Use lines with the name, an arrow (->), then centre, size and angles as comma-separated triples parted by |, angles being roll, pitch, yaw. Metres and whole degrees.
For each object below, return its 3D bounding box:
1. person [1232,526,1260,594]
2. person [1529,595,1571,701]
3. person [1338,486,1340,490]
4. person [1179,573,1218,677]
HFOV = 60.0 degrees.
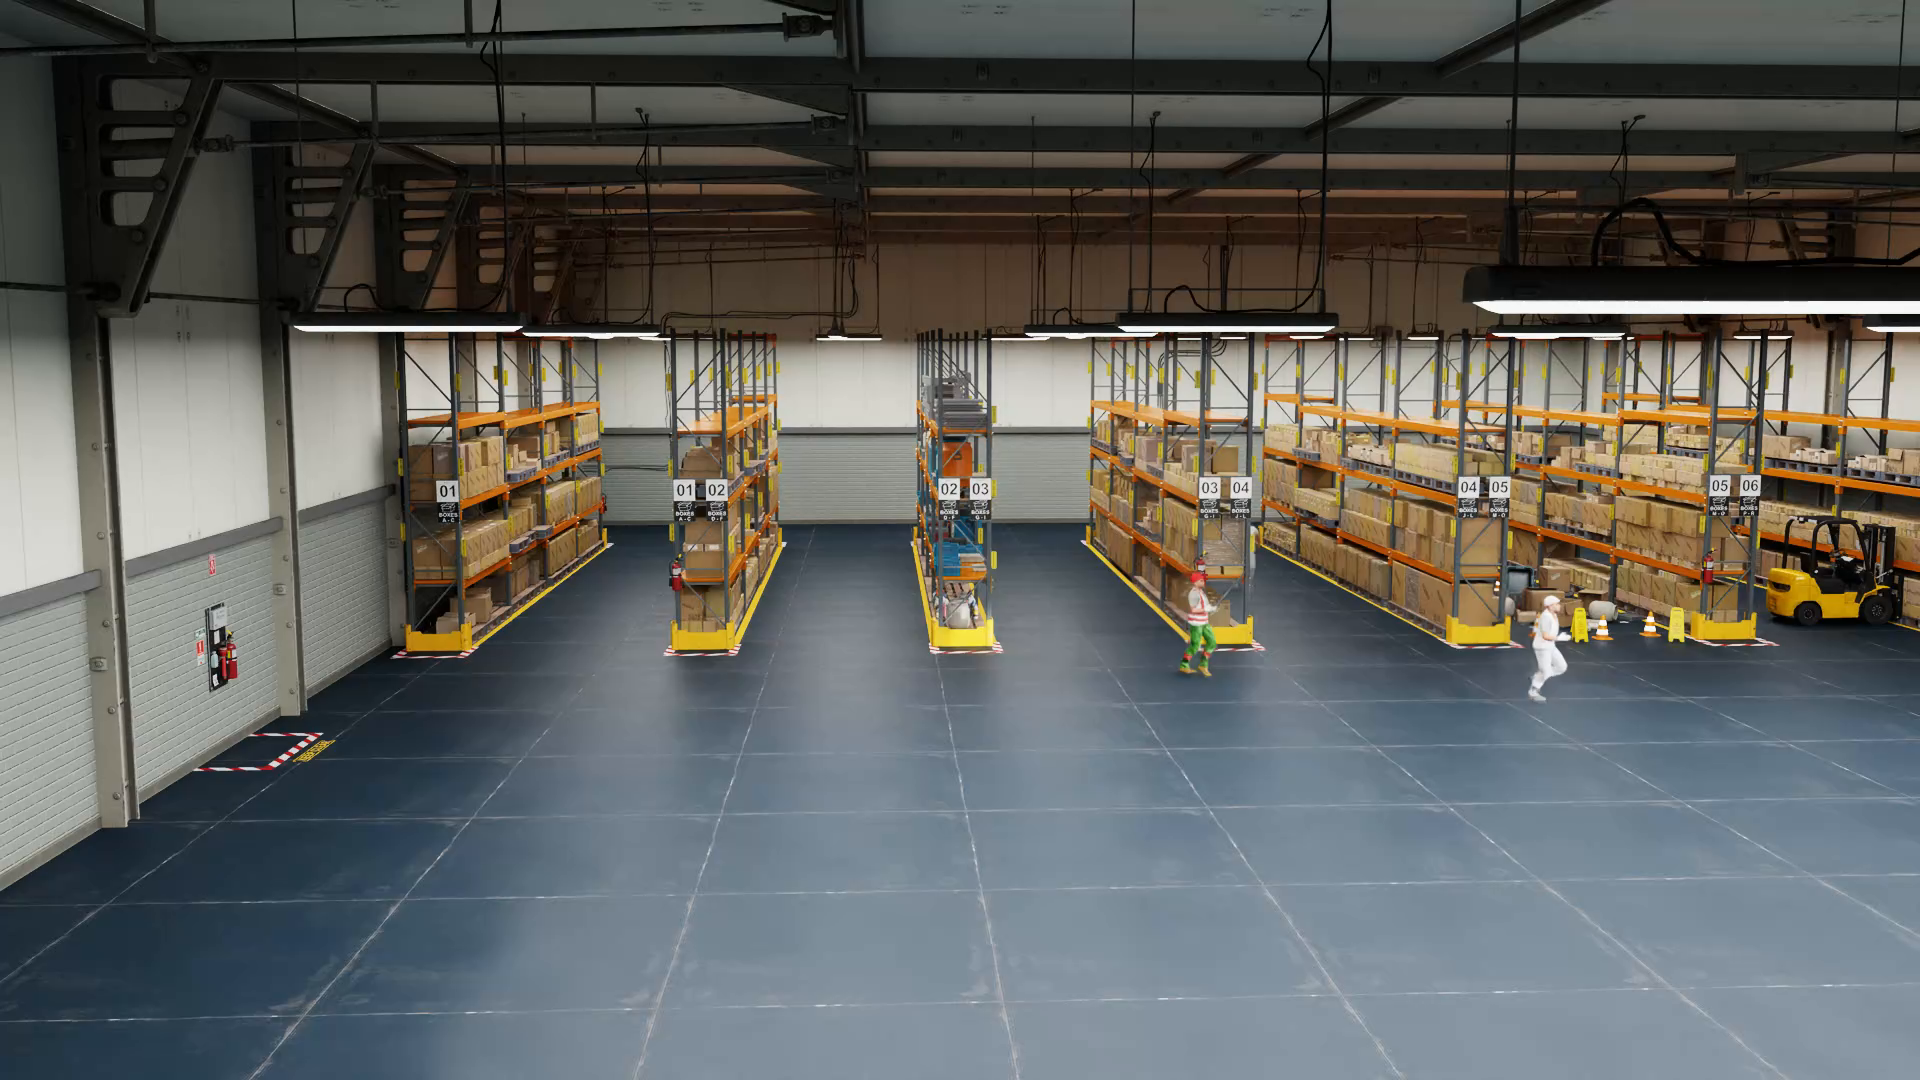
person -> 6.605, 0.321, 38.470 | 0.704, 1.818, 0.907 | -1, 7, -6
person -> 9.430, 1.734, 26.547 | 0.657, 1.728, 0.707 | 5, 8, 35
person -> 10.745, -0.718, 47.447 | 0.581, 1.690, 0.931 | -3, 7, -21
person -> 4.130, 1.470, 28.605 | 0.705, 1.824, 0.632 | 4, 8, 30
